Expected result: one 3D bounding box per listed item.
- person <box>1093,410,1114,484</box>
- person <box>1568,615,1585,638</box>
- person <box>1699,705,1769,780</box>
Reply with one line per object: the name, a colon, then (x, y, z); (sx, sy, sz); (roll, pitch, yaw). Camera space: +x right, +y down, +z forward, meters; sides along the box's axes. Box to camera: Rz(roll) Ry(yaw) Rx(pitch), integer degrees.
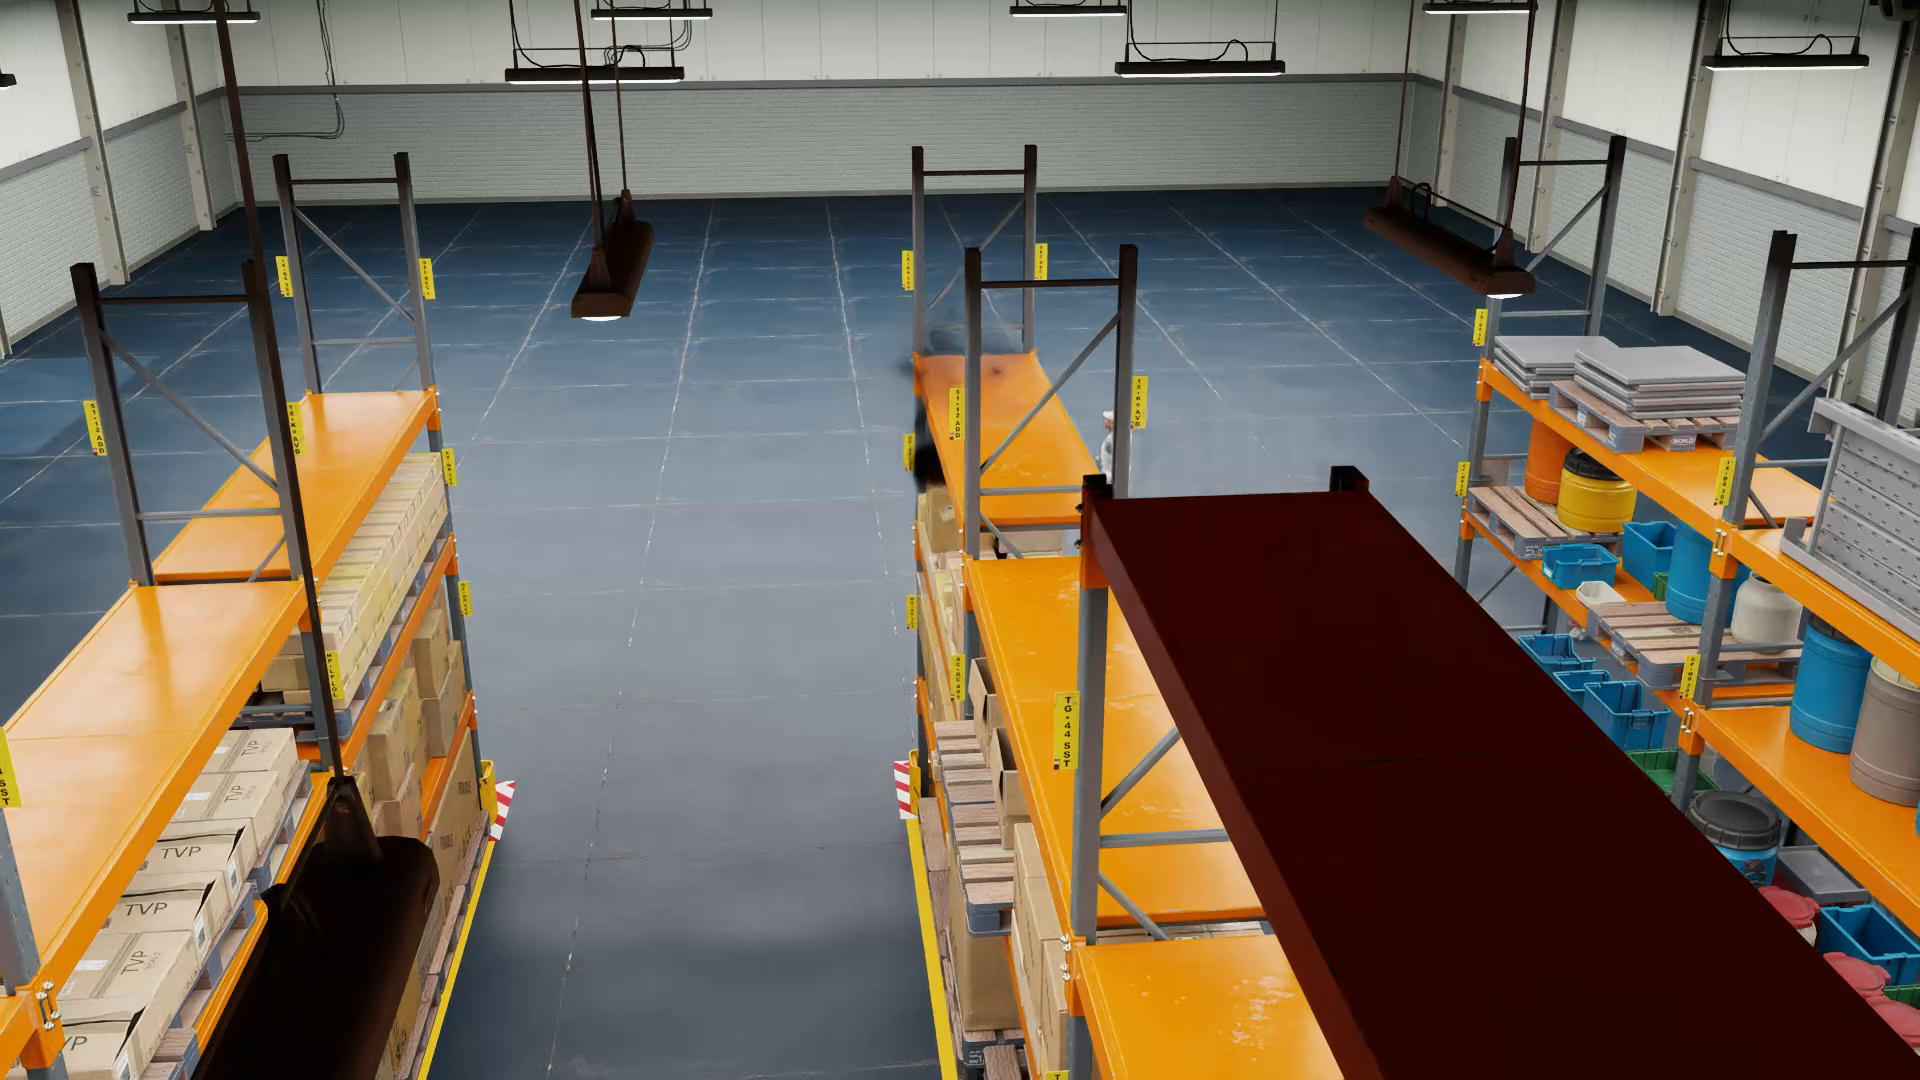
person: (1.962, -0.838, 21.396); (0.619, 1.746, 0.690); (8, 23, 18)
person: (7.103, 0.328, 18.559); (0.668, 1.714, 0.558); (8, 23, 19)
person: (6.677, 1.779, 14.770); (0.638, 1.855, 0.788); (-6, 22, -15)
